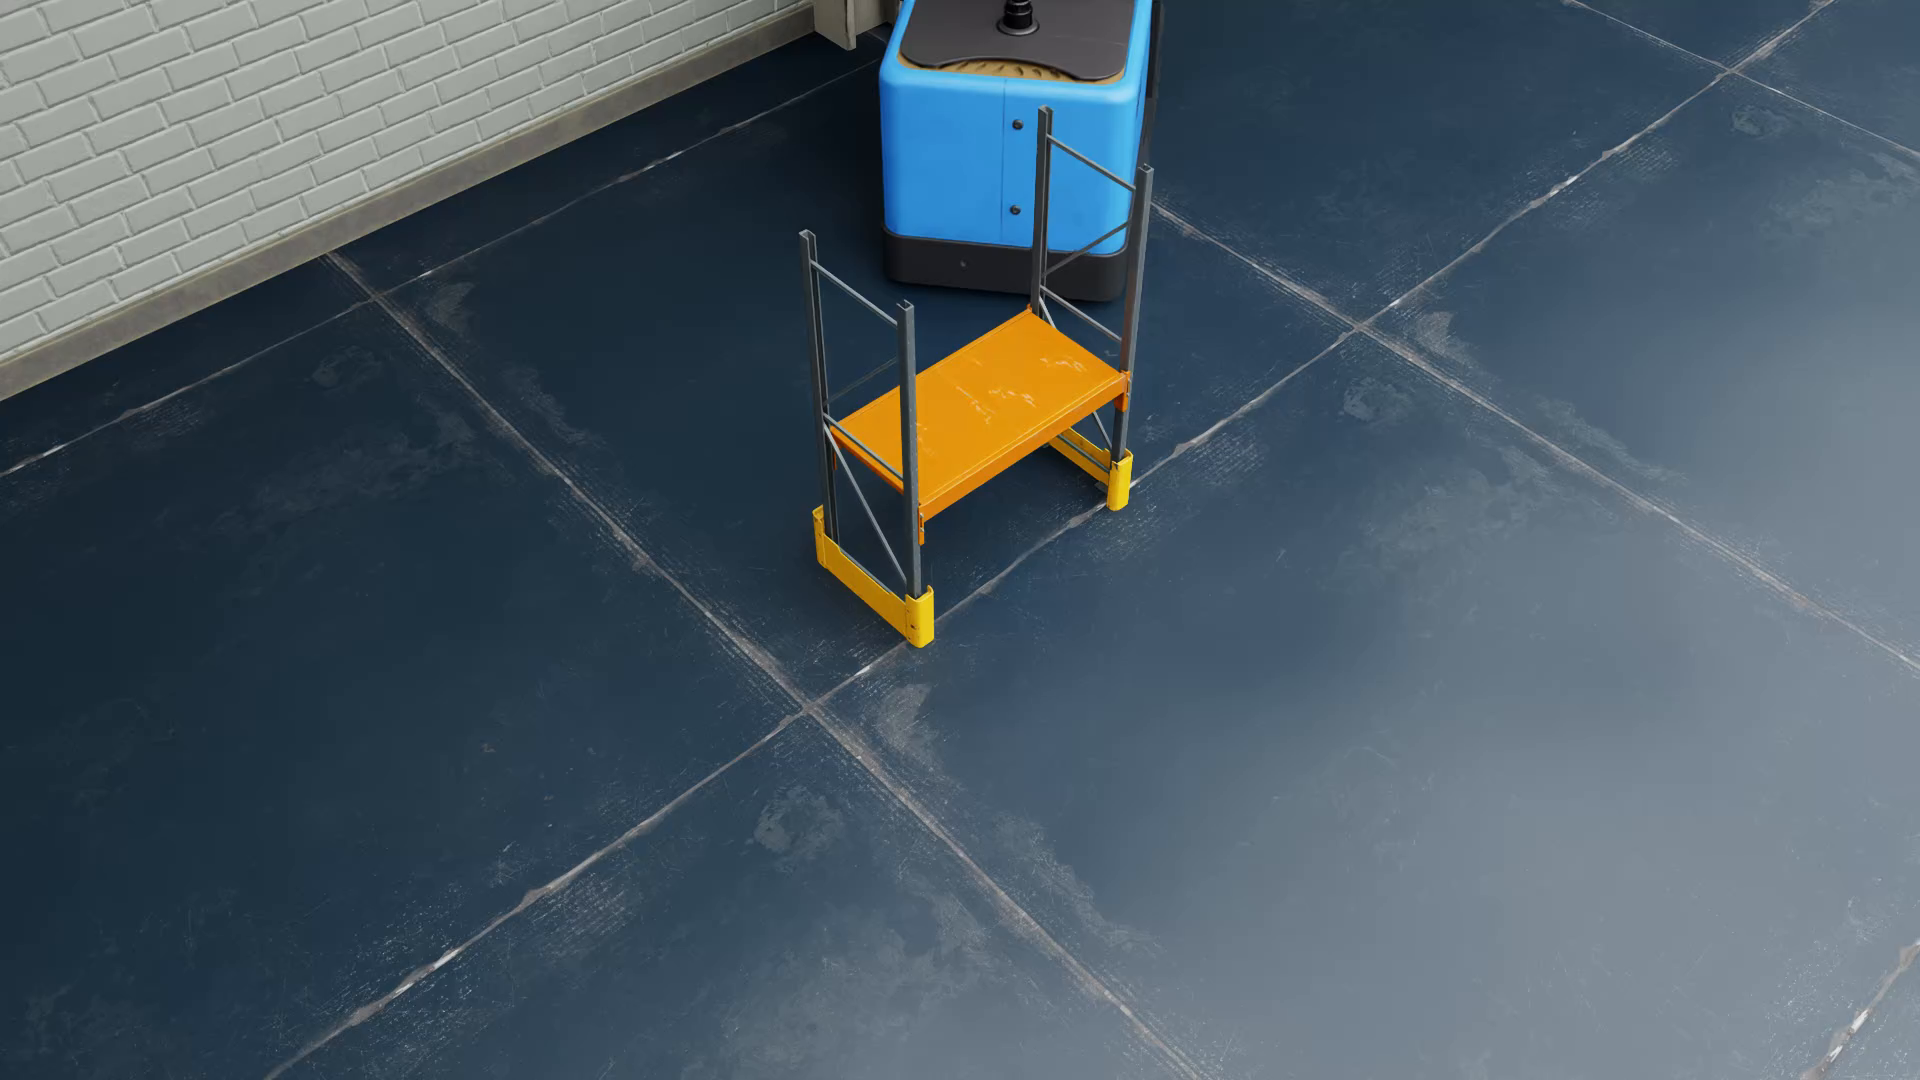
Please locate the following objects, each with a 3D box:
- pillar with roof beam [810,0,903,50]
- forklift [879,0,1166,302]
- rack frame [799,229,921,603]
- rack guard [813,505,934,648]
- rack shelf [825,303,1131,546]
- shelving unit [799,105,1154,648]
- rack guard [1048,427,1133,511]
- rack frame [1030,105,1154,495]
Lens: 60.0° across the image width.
[{"bbox_3d":[2.363,-3.415,3.278,0.400,9.000,9.100,-34,56,-27],"label":"pillar with roof beam"},{"bbox_3d":[0.404,-3.109,7.124,1.130,2.935,3.031,7,48,6],"label":"forklift"},{"bbox_3d":[-0.313,-0.299,5.506,0.032,1.500,0.500,-34,56,-27],"label":"rack frame"},{"bbox_3d":[-0.312,0.124,5.966,0.087,0.250,0.587,-34,56,-27],"label":"rack guard"},{"bbox_3d":[0.063,-0.429,5.870,1.000,0.185,0.538,-34,56,-27],"label":"rack shelf"},{"bbox_3d":[0.056,-0.546,5.734,1.083,1.500,0.587,-34,56,-27],"label":"shelving unit"},{"bbox_3d":[0.425,-0.369,6.420,0.087,0.250,0.587,-34,56,-27],"label":"rack guard"},{"bbox_3d":[0.439,-0.802,5.970,0.032,1.500,0.500,-34,56,-27],"label":"rack frame"}]
